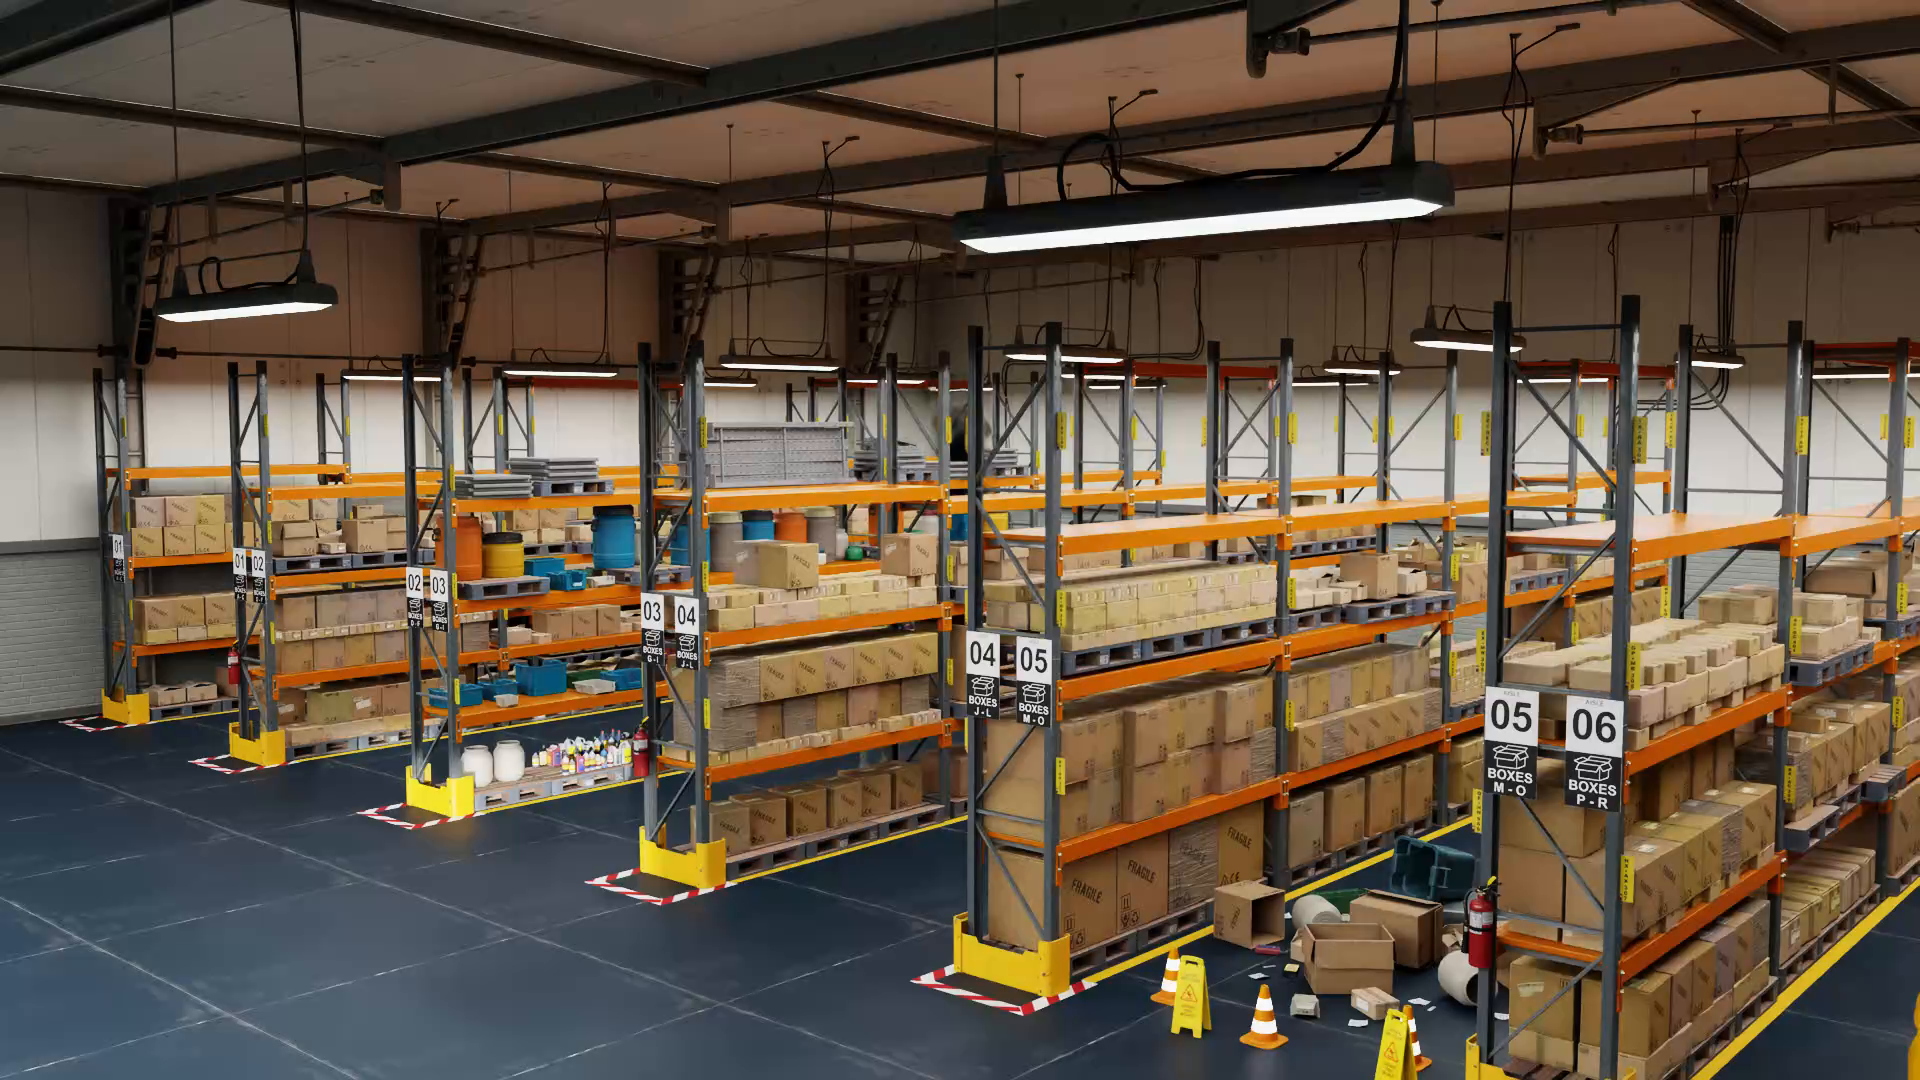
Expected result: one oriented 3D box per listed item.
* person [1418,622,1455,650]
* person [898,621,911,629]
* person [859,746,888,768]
[{"bbox_3d":[8.509,2.177,29.677,0.636,1.629,0.810,1,4,14],"label":"person"},{"bbox_3d":[-1.176,1.890,32.580,0.680,1.746,0.691,2,5,26],"label":"person"},{"bbox_3d":[-1.296,2.536,24.349,0.573,1.739,0.811,2,5,30],"label":"person"}]
